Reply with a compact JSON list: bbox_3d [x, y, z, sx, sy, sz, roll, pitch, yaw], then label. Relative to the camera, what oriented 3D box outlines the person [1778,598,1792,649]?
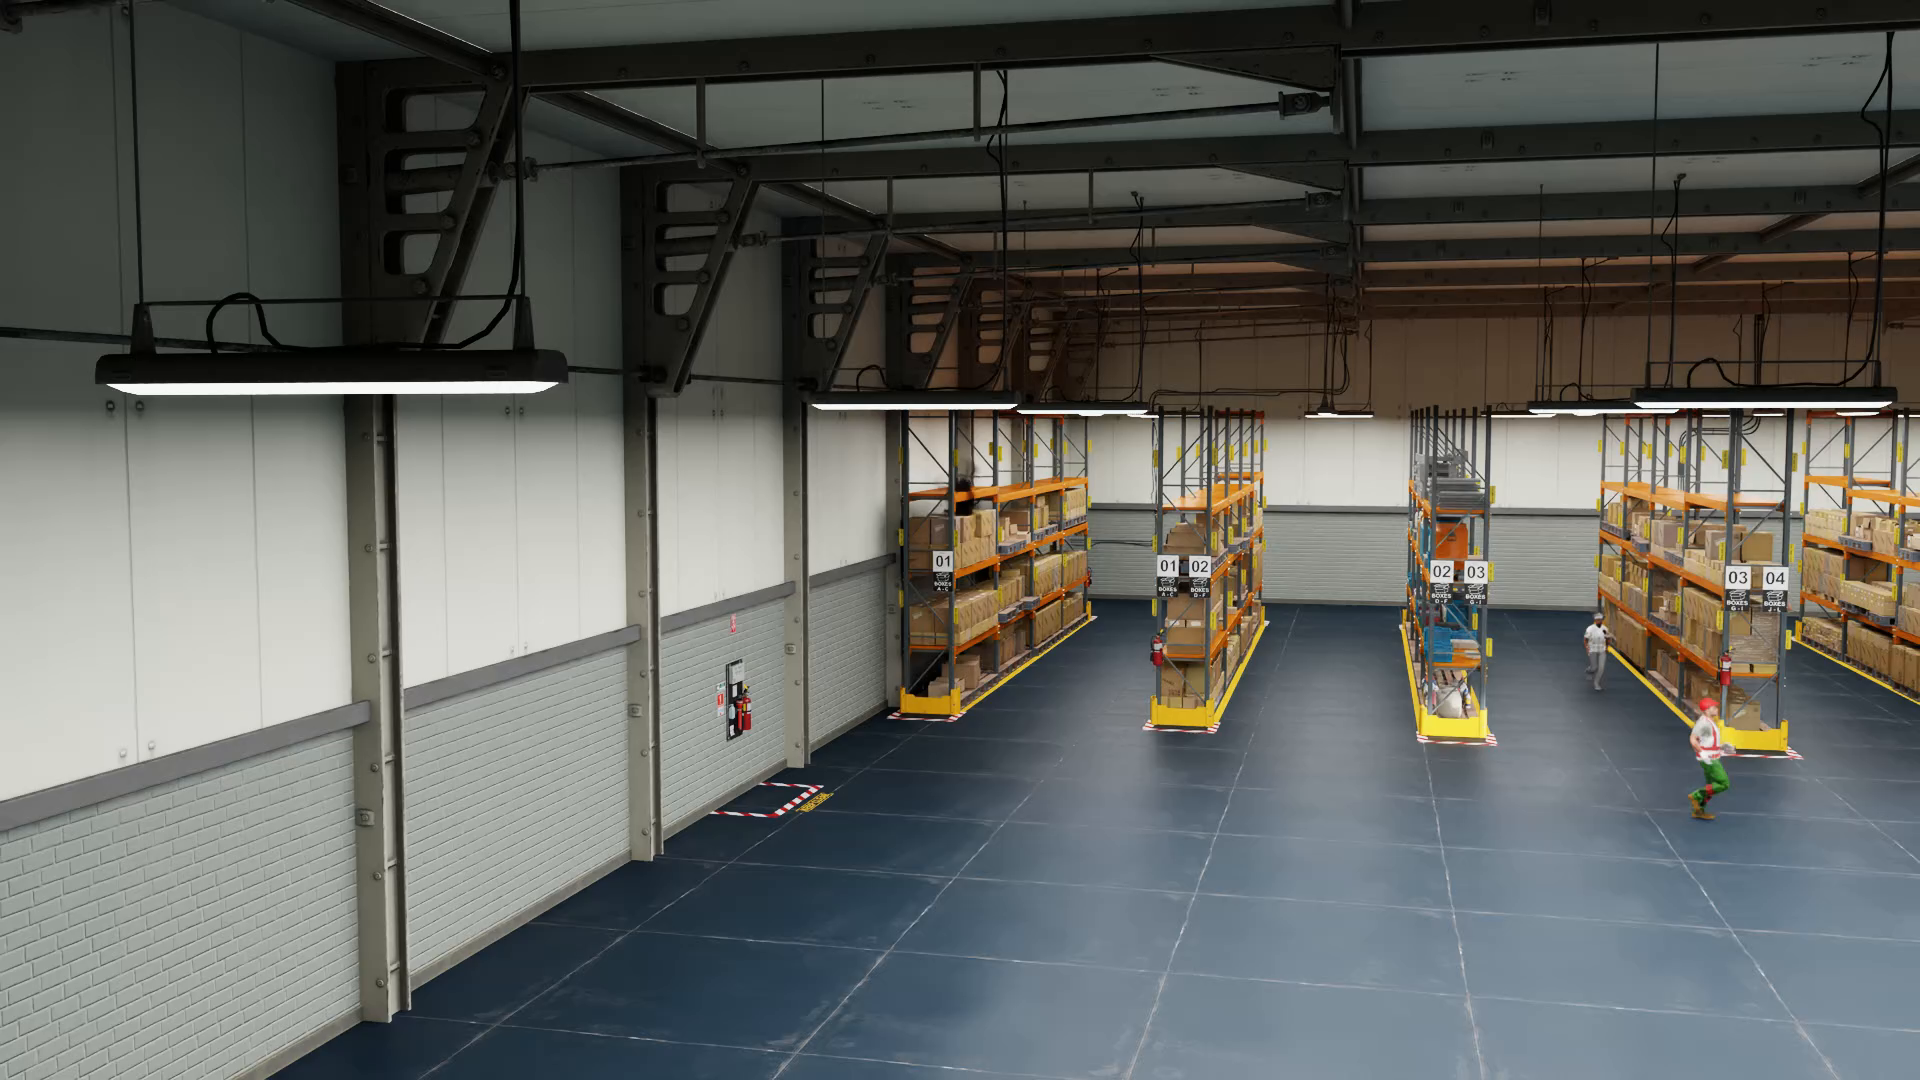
[{"bbox_3d":[19.932,1.925,40.613,0.658,1.765,0.919,1,4,16],"label":"person"}]

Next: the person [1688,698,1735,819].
[{"bbox_3d":[10.773,3.137,23.822,0.581,1.740,0.652,2,5,30],"label":"person"}]

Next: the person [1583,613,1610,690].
[{"bbox_3d":[13.600,2.361,35.540,0.558,1.649,0.592,0,4,6],"label":"person"}]
